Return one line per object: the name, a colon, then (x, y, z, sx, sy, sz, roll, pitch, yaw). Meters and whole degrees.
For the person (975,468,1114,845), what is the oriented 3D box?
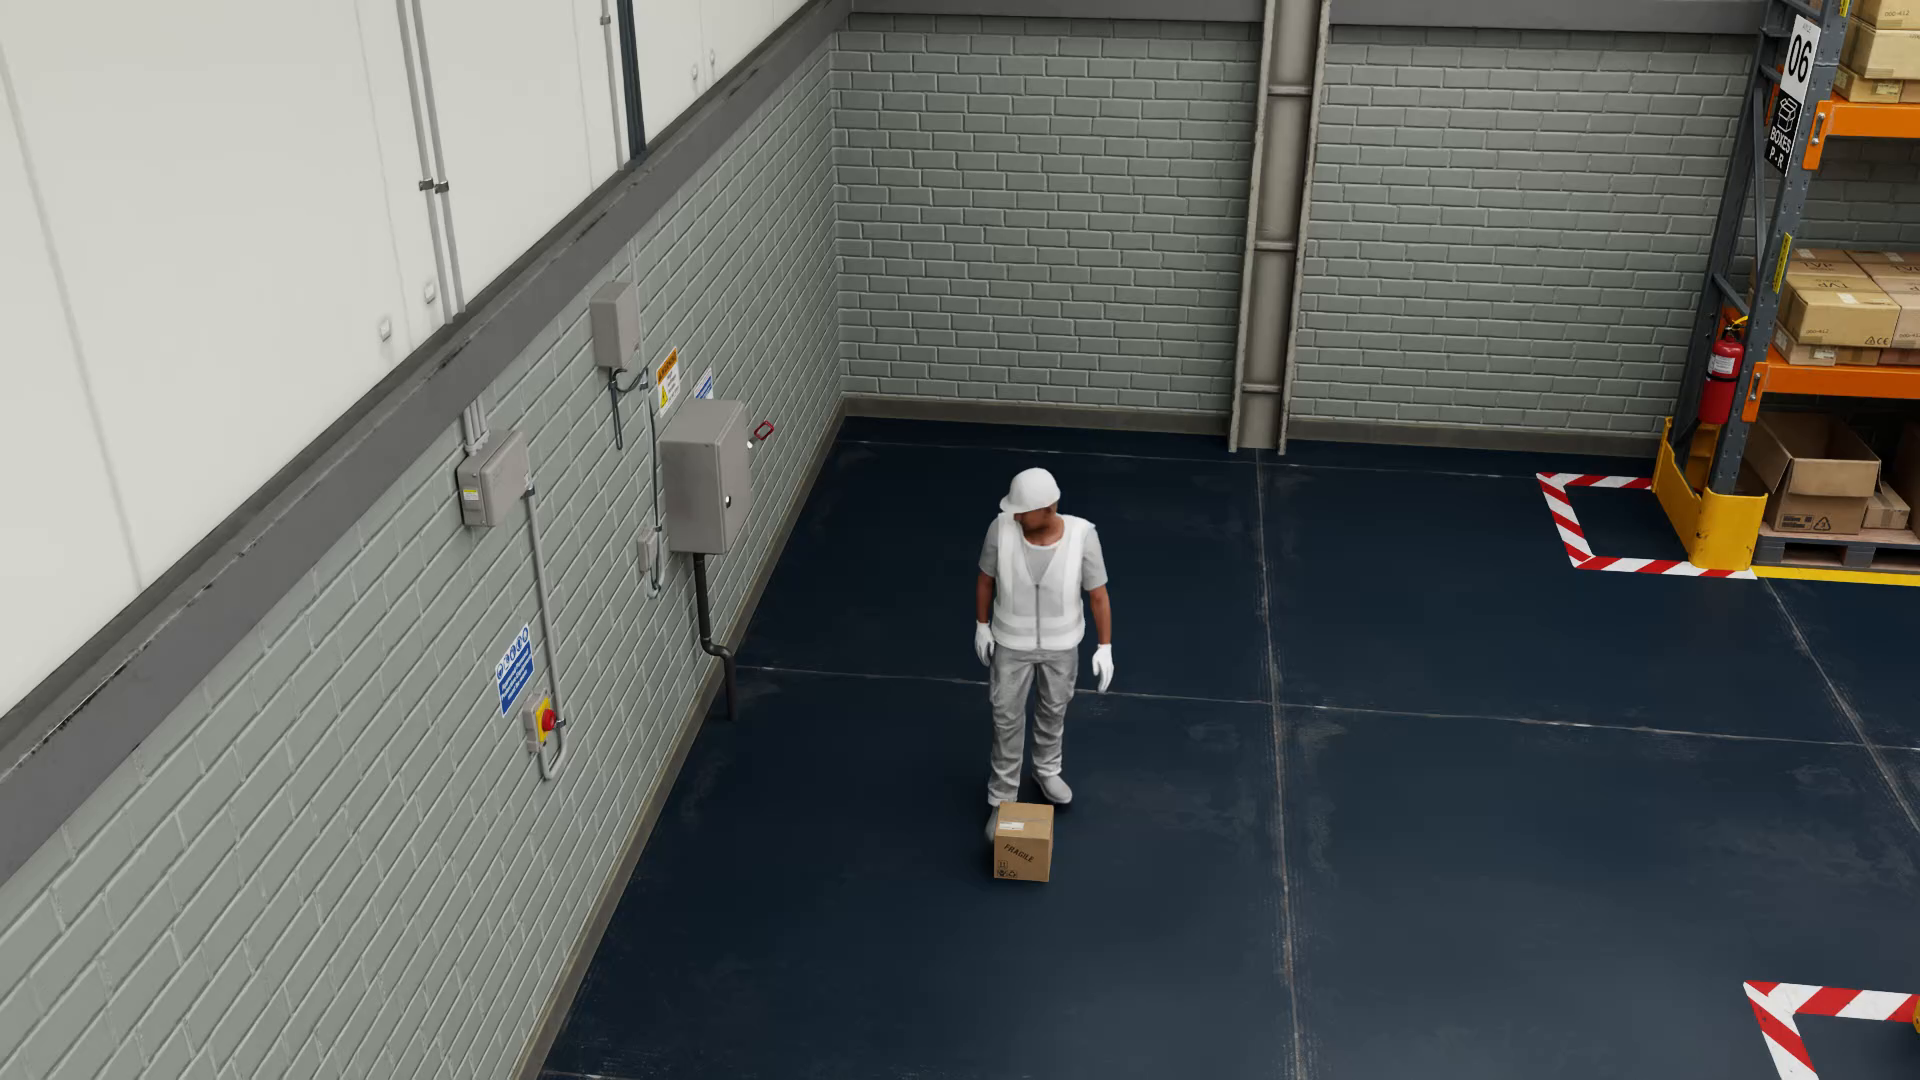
person: (0.381, 0.516, 7.626, 0.624, 1.818, 0.555, 0, 28, -1)
